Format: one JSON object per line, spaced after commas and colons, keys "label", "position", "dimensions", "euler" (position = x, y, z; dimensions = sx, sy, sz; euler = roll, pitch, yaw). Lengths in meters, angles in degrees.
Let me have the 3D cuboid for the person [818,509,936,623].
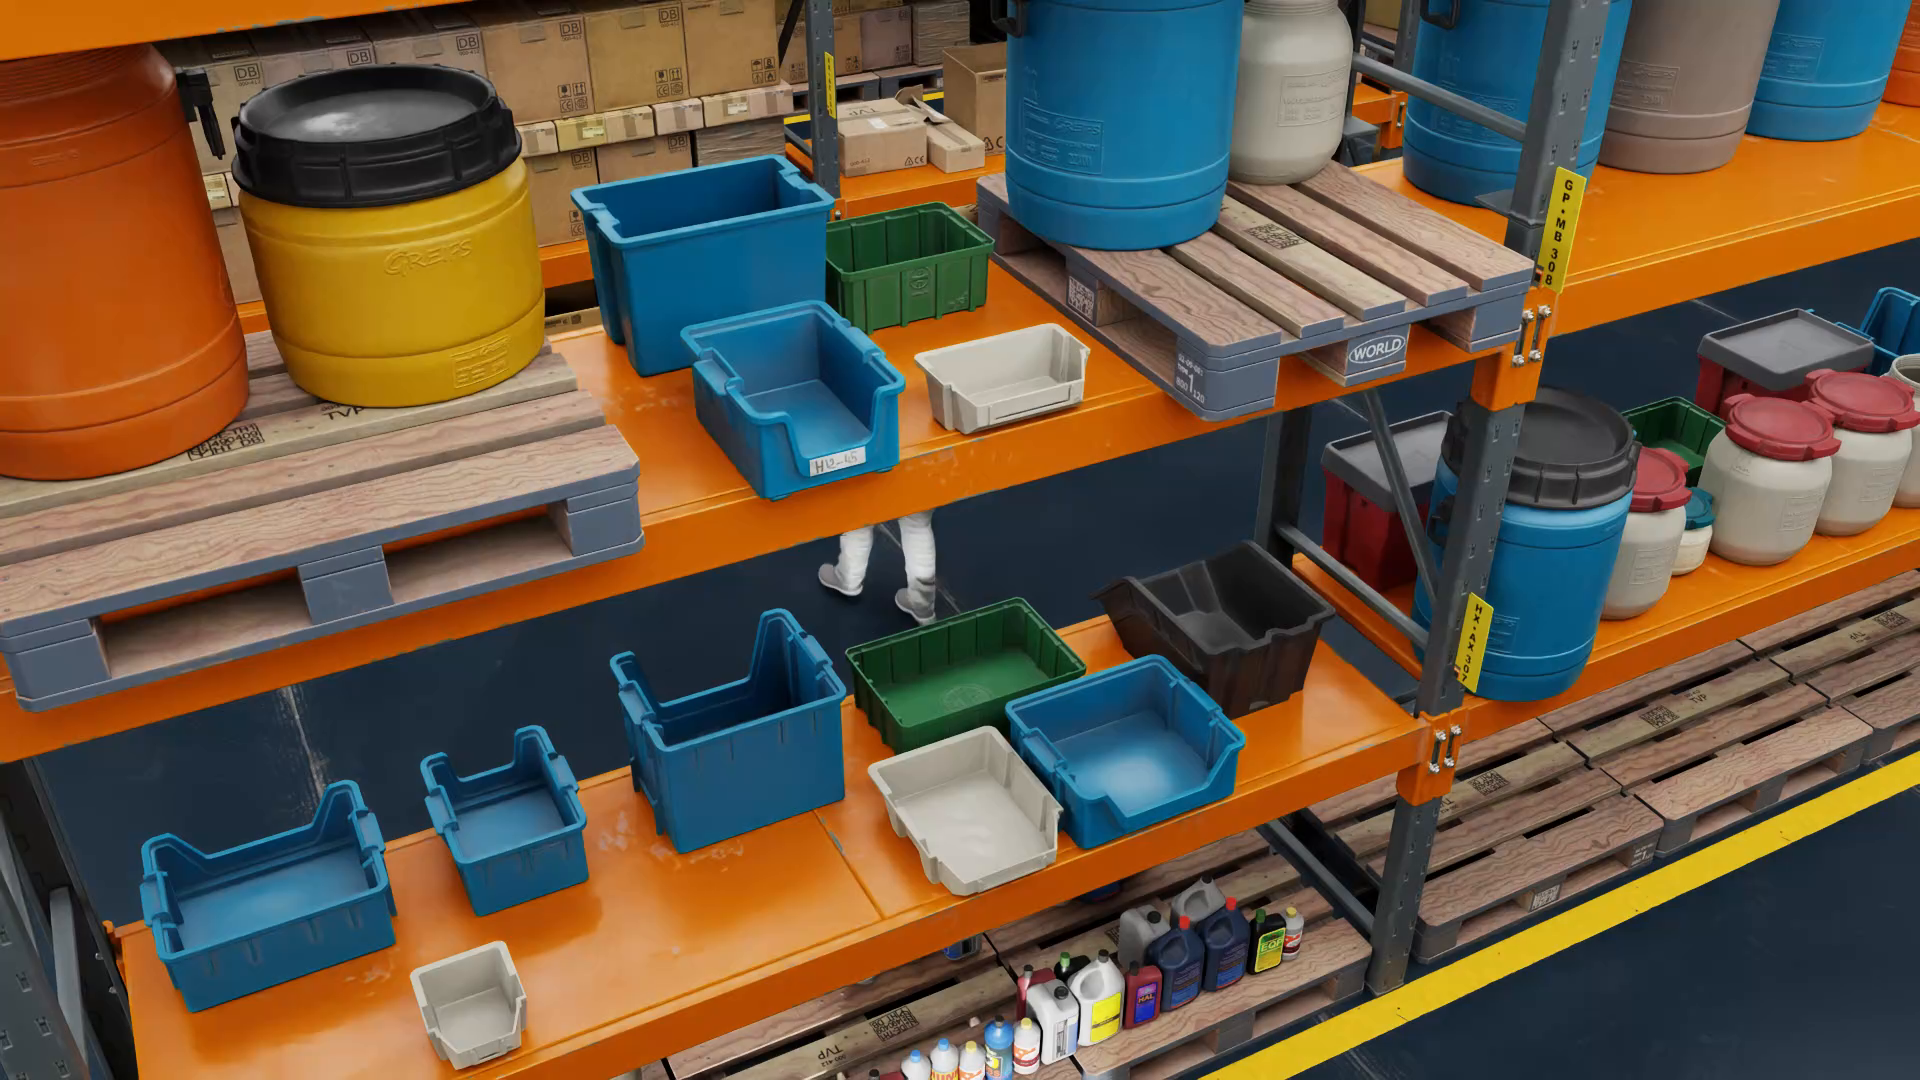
{"label": "person", "position": [-0.365, -0.420, 7.757], "dimensions": [0.487, 1.655, 0.691], "euler": [-21, 38, -28]}
